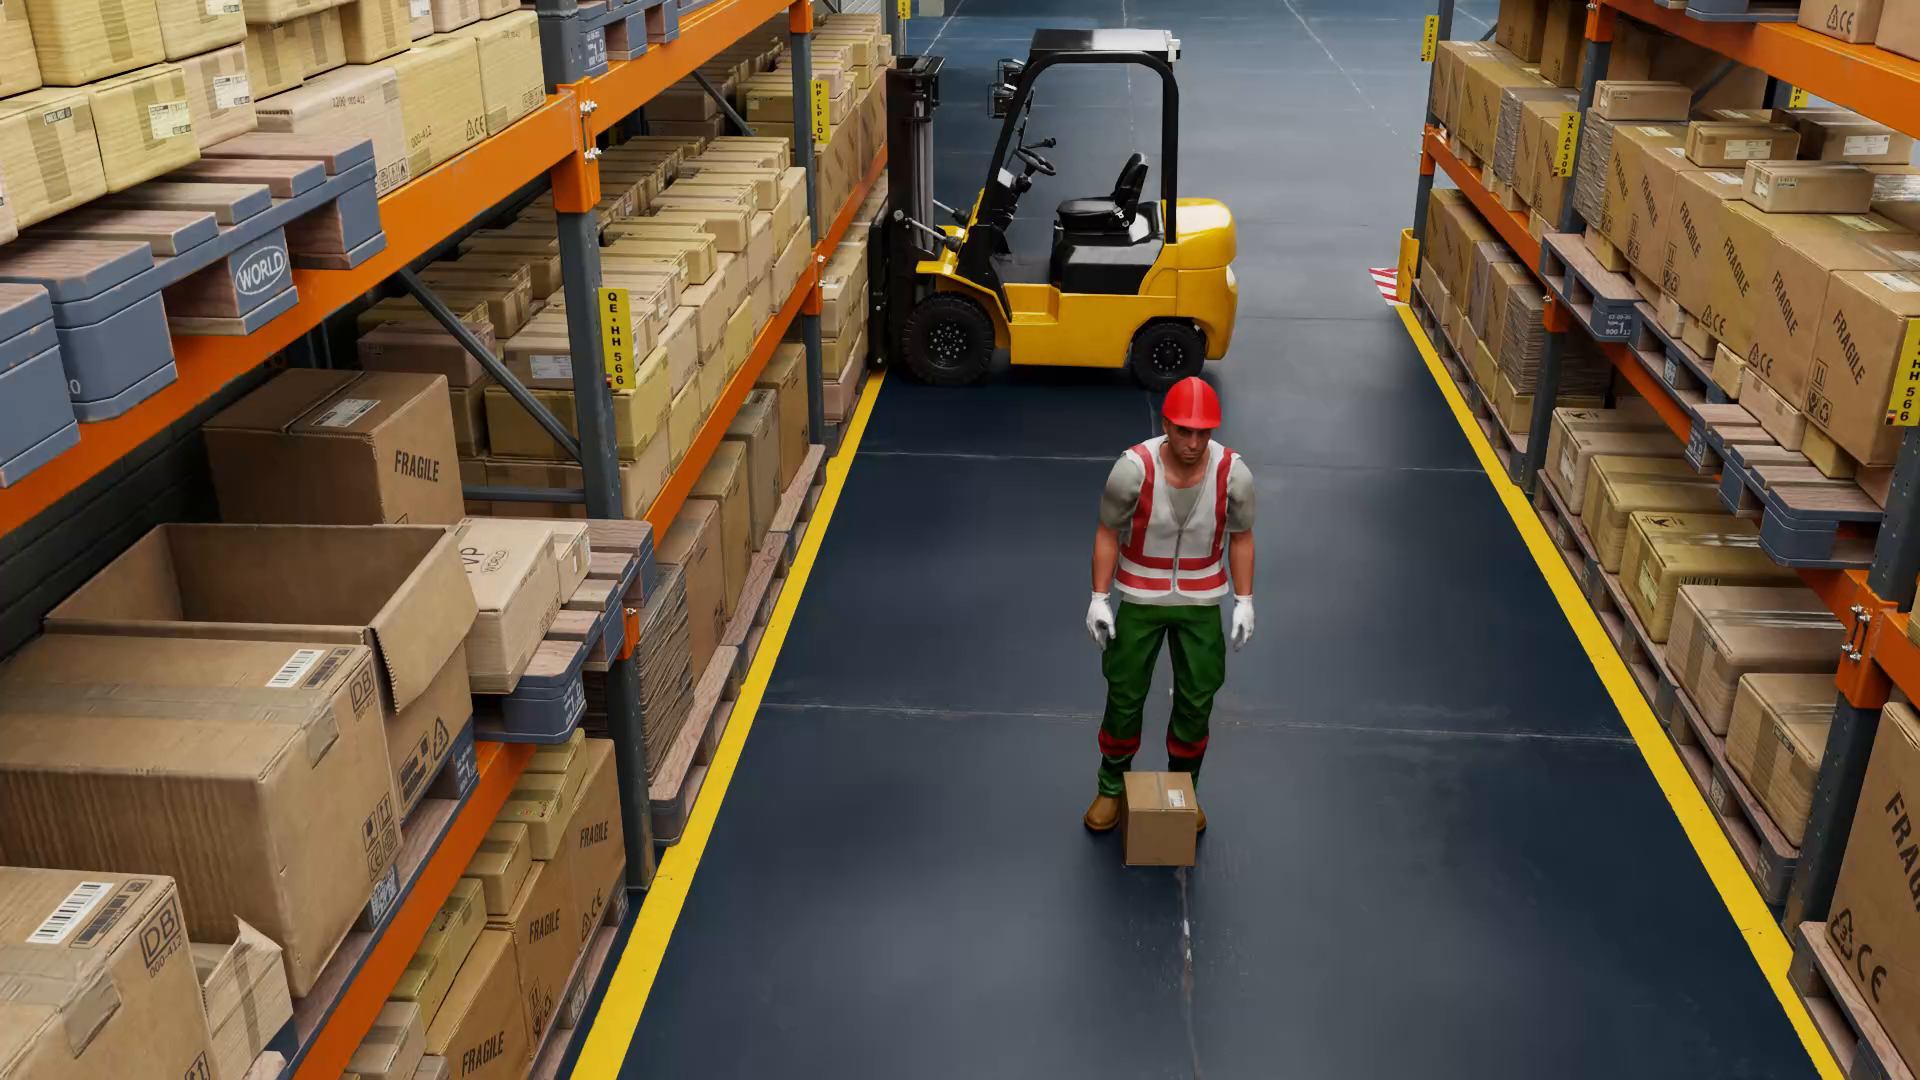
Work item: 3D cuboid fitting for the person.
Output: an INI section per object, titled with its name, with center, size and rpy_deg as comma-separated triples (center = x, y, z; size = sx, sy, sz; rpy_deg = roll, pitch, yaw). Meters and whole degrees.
[person]
center = 0.769, 0.243, 6.046
size = 0.620, 1.780, 0.446
rpy_deg = 1, 24, 1
